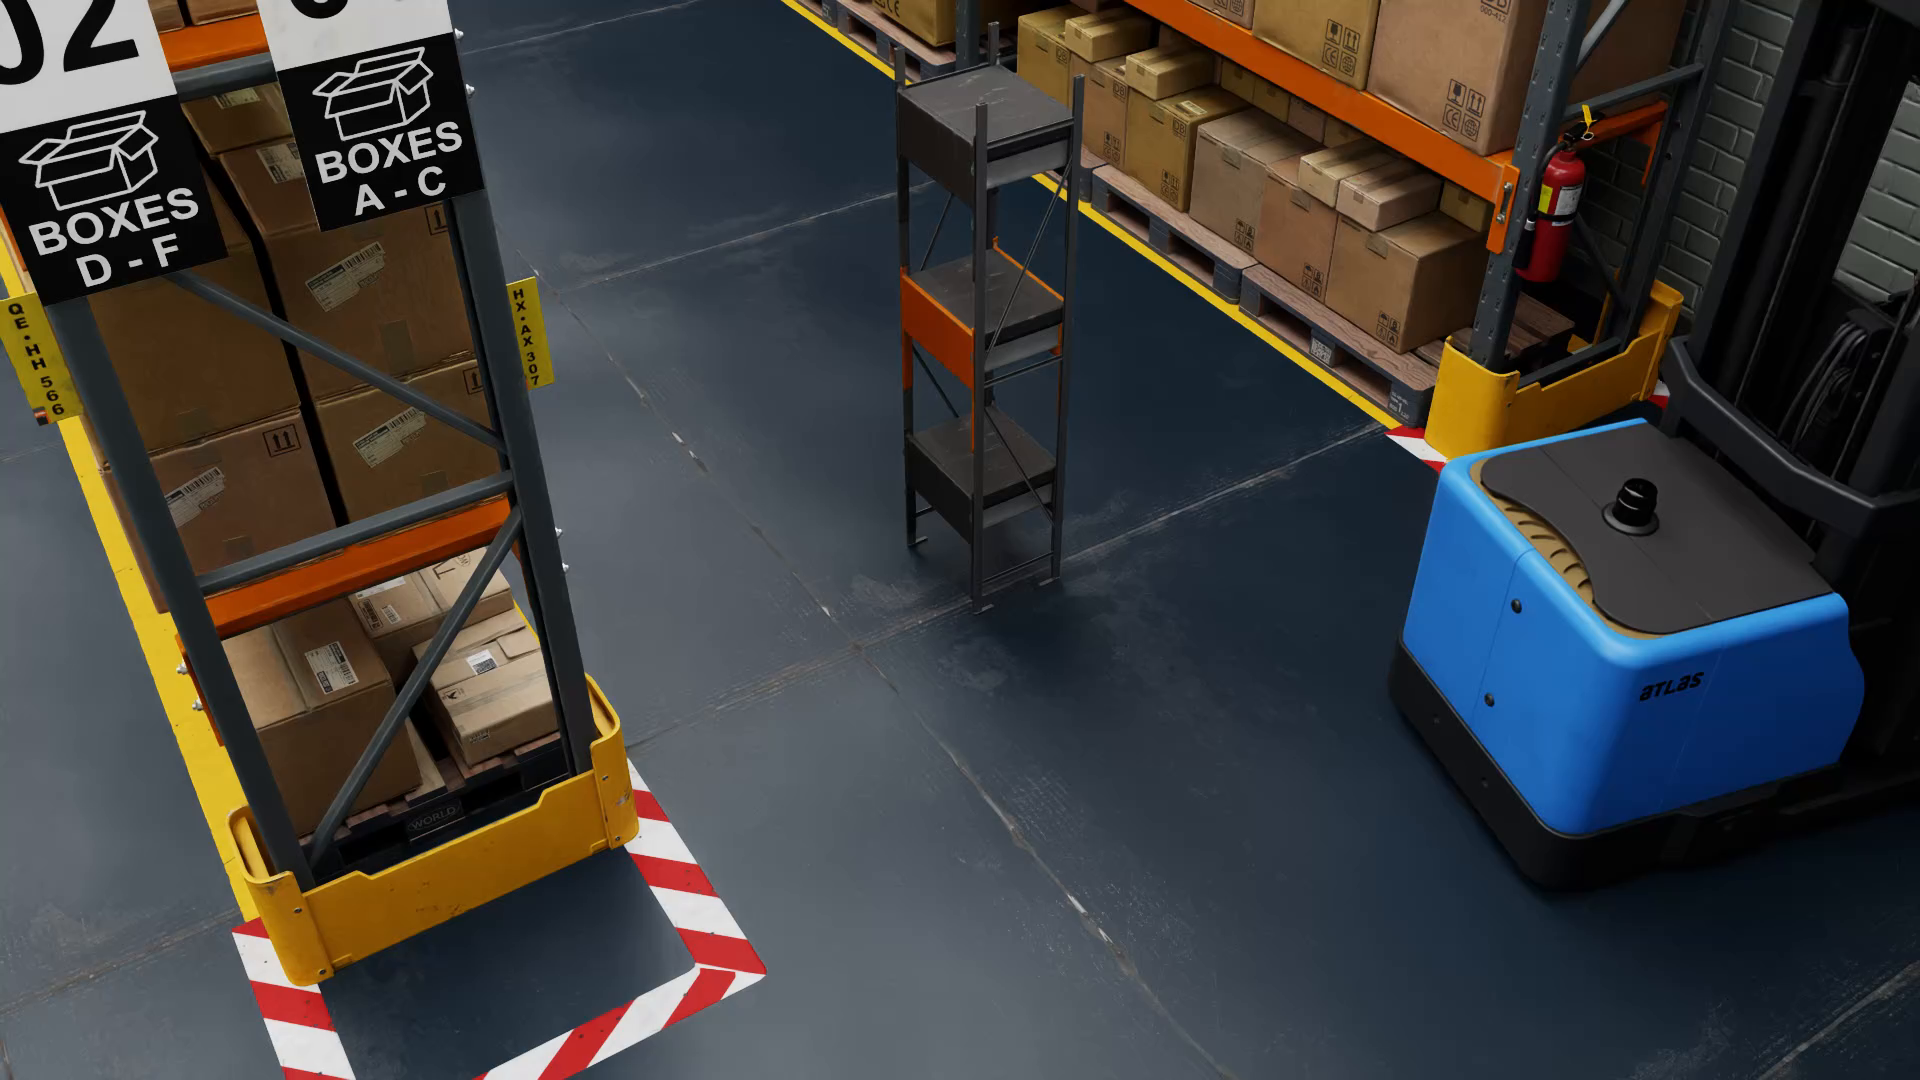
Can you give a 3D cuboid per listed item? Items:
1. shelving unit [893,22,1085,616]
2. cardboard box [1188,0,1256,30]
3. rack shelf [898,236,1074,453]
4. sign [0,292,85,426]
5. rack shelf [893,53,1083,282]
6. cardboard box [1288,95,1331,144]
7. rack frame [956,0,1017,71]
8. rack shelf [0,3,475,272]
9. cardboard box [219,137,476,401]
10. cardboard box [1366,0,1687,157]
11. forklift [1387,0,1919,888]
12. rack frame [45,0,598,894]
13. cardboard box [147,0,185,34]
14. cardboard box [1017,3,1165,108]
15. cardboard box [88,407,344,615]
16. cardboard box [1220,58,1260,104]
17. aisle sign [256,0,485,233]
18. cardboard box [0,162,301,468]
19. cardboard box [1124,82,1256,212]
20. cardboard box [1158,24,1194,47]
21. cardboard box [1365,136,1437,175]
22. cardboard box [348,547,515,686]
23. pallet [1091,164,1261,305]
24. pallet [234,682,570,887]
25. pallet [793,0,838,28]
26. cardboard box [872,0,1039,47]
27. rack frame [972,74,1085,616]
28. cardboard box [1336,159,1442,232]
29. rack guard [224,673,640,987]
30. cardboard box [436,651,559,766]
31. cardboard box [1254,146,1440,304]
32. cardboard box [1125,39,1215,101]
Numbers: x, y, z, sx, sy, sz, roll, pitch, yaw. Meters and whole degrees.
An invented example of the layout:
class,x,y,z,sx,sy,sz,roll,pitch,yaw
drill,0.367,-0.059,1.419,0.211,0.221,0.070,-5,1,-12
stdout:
class,x,y,z,sx,sy,sz,roll,pitch,yaw
shelving unit,0.089,-0.717,5.971,0.431,2.100,0.503,-22,45,-24
cardboard box,1.493,-2.916,7.671,0.980,0.700,0.700,-24,46,-26
rack shelf,0.089,-0.707,5.979,0.431,0.518,0.480,-22,45,-24
sign,-2.075,-0.404,3.740,0.100,0.325,0.005,-22,45,-24
rack shelf,0.089,-1.245,5.531,0.431,0.518,0.480,-22,45,-24
cardboard box,1.809,-2.065,8.003,0.380,0.149,0.250,-22,44,-24
rack frame,0.428,-3.884,9.068,1.000,3.000,0.127,-22,45,-24
rack shelf,-2.672,-1.973,4.994,1.077,0.370,4.000,-22,45,-24
cardboard box,-1.613,-0.771,4.473,0.500,0.500,0.500,-21,44,-23
cardboard box,2.296,-2.112,6.707,0.980,0.700,0.700,-20,44,-23
forklift,3.116,-0.566,5.140,3.031,2.935,1.130,-12,41,-14
rack frame,-1.596,-0.018,4.428,1.000,3.000,0.127,-22,45,-24
cardboard box,-2.095,-1.299,3.740,0.500,0.250,0.500,-22,45,-24
cardboard box,0.743,-2.646,9.207,0.700,0.500,0.500,-22,44,-24
cardboard box,-2.067,-0.204,4.574,0.500,0.500,0.500,-21,44,-23
cardboard box,1.535,-2.340,8.333,0.380,0.149,0.250,-23,45,-25
aisle sign,-1.312,-1.081,3.673,0.394,0.787,0.004,-22,45,-24
cardboard box,-2.067,-0.586,4.251,0.500,0.500,0.500,-23,45,-25
cardboard box,1.285,-2.096,8.547,0.700,0.500,0.500,-21,44,-23
cardboard box,1.260,-2.616,8.664,0.380,0.149,0.250,-24,45,-26
cardboard box,2.080,-1.793,7.677,0.380,0.149,0.250,-22,45,-24
cardboard box,-1.918,0.208,5.961,0.500,0.250,0.500,-22,45,-24
pallet,1.431,-1.716,8.645,1.003,0.211,1.213,-22,45,-24
pallet,-2.067,0.583,5.886,1.003,0.211,1.213,-22,45,-24
pallet,-0.711,-3.862,11.220,1.003,0.211,1.213,-22,45,-24
cardboard box,-0.032,-3.526,9.989,0.750,0.750,0.750,-22,44,-24
rack frame,0.220,-0.586,5.813,0.400,2.100,0.015,-22,45,-24
cardboard box,1.895,-1.525,7.355,0.380,0.149,0.250,-23,45,-25
rack guard,-1.637,0.901,5.278,1.175,0.500,0.348,-22,45,-24
cardboard box,-1.532,0.564,5.613,0.380,0.149,0.250,-22,45,-24
cardboard box,1.849,-1.539,7.879,0.700,0.500,0.500,-22,45,-25
cardboard box,1.054,-2.366,8.364,0.380,0.149,0.250,-23,45,-26
